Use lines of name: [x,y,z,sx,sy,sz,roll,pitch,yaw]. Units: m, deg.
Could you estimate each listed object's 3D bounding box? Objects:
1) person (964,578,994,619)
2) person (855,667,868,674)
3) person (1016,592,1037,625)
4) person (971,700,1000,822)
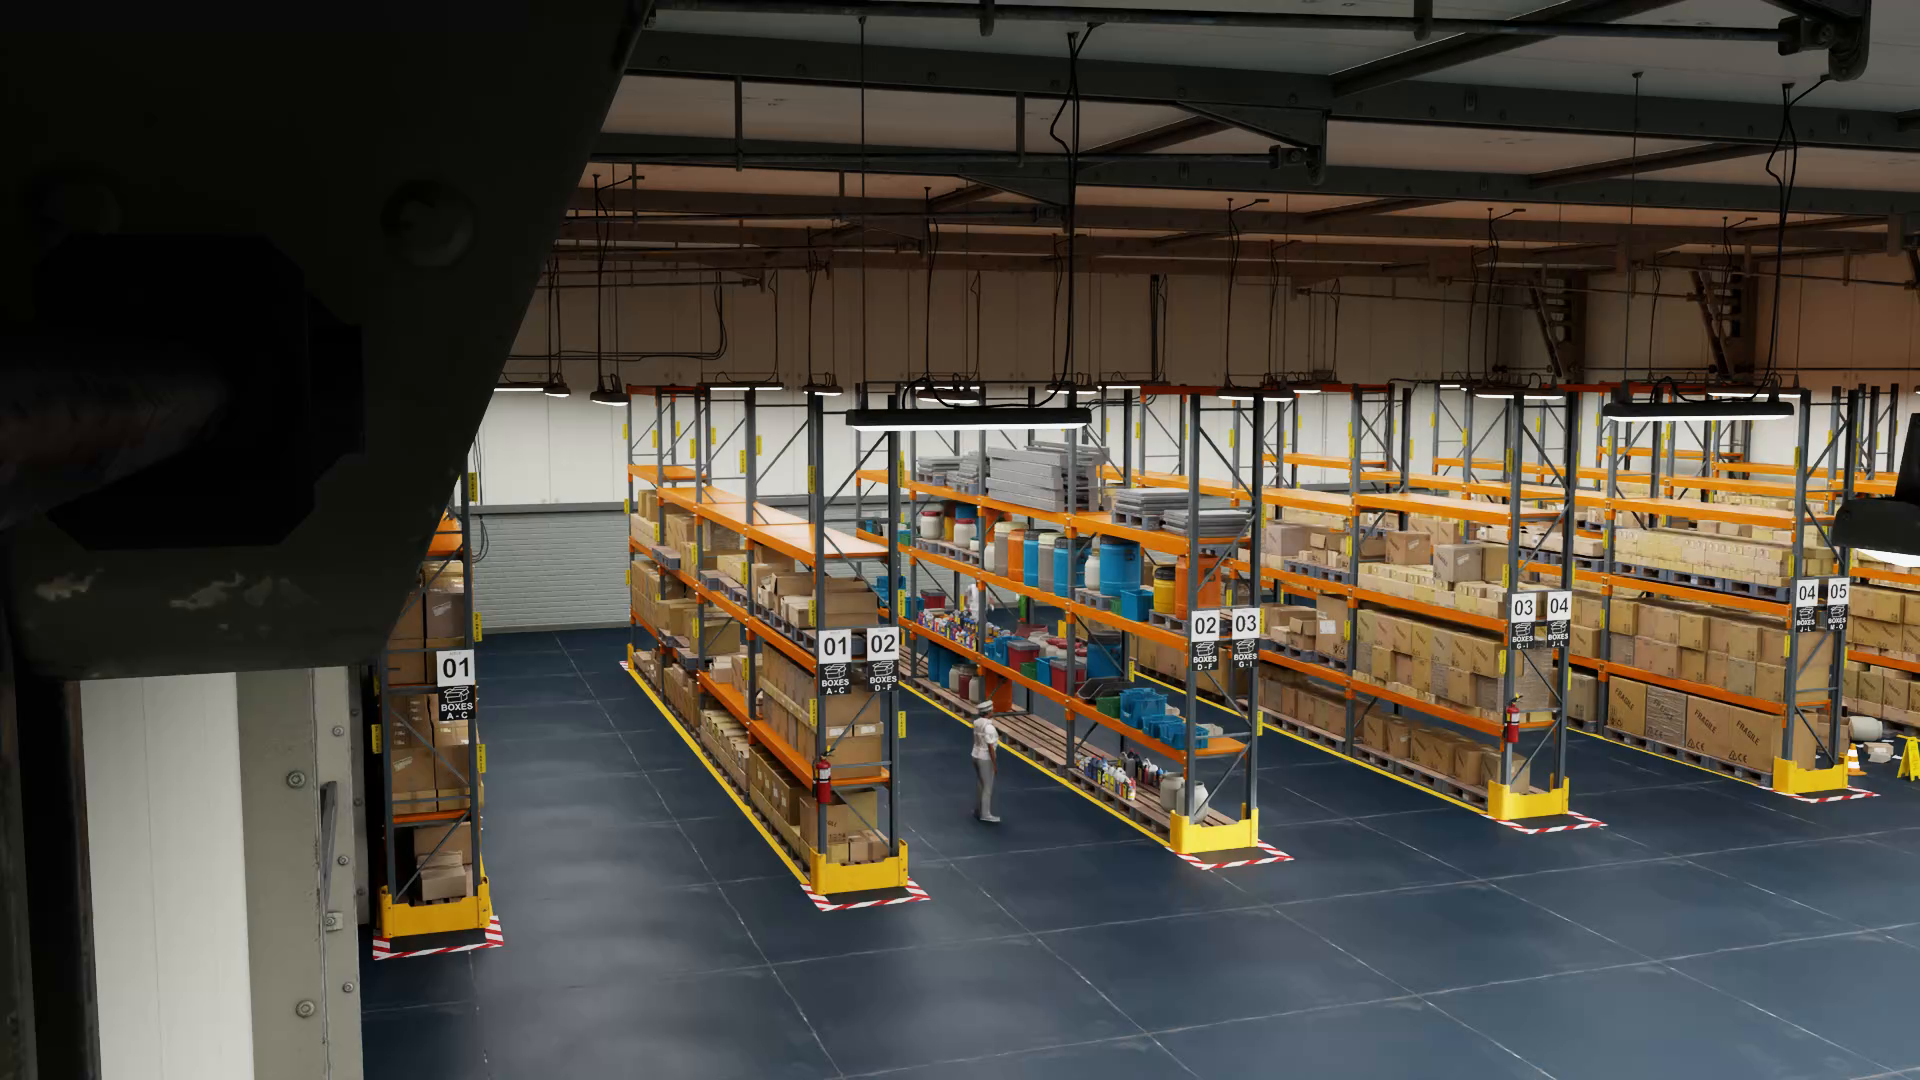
person: [0.441,1.627,37.527,0.621,1.808,0.878,-2,6,-21]
person: [-1.984,1.977,33.546,0.612,1.665,0.784,0,6,-5]
person: [1.618,1.334,39.950,0.537,1.731,1.105,0,6,-2]
person: [0.352,3.131,23.327,0.348,1.753,0.533,-3,6,-25]
